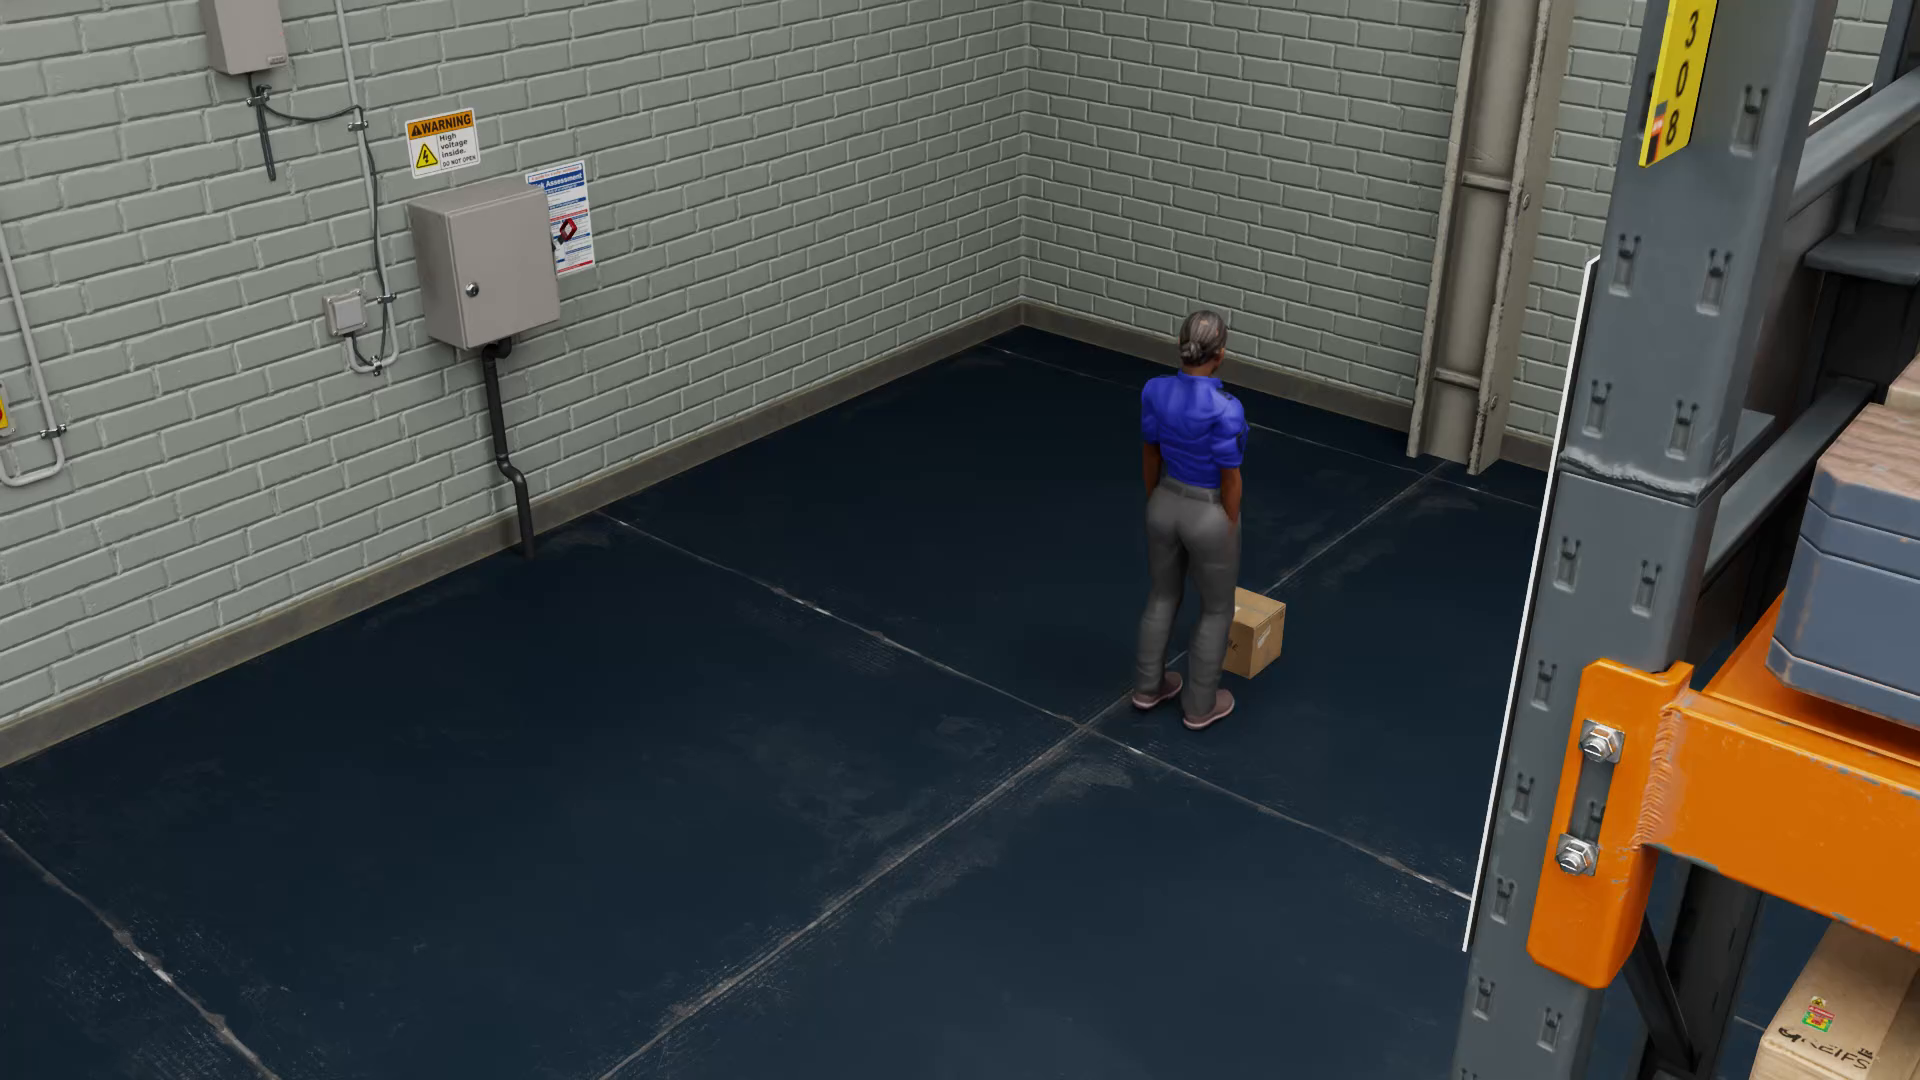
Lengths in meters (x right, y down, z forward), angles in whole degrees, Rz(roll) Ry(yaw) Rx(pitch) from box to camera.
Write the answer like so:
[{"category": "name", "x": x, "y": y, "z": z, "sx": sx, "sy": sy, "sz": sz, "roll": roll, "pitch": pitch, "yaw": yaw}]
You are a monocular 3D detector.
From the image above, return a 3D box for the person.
[{"category": "person", "x": 0.870, "y": -0.075, "z": 6.281, "sx": 0.439, "sy": 1.653, "sz": 0.308, "roll": 22, "pitch": 35, "yaw": 35}]
